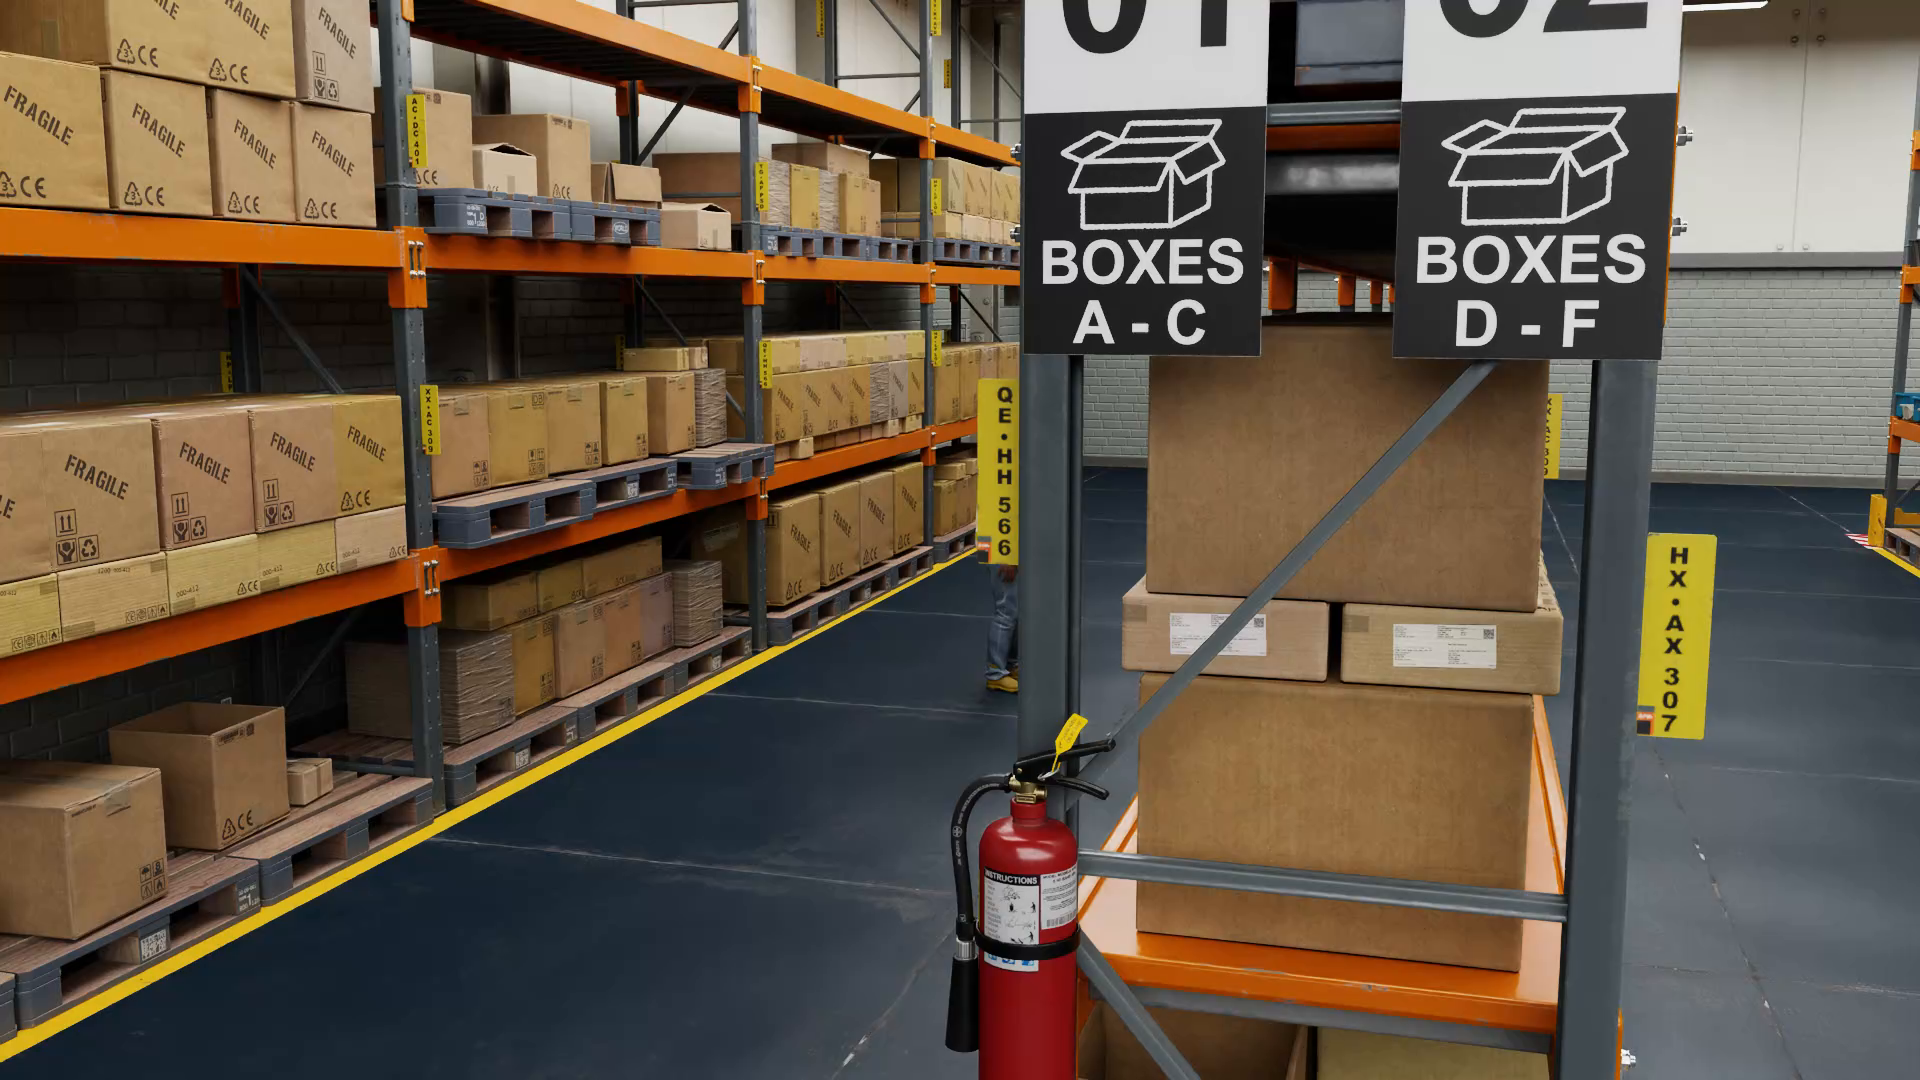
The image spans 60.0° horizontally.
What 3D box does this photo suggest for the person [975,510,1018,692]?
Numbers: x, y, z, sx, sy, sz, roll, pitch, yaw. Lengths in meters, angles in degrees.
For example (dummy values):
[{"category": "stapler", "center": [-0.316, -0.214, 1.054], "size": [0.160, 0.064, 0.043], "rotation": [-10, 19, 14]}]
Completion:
[{"category": "person", "center": [0.337, 0.070, 10.787], "size": [0.461, 1.759, 0.634], "rotation": [2, 8, 13]}]
